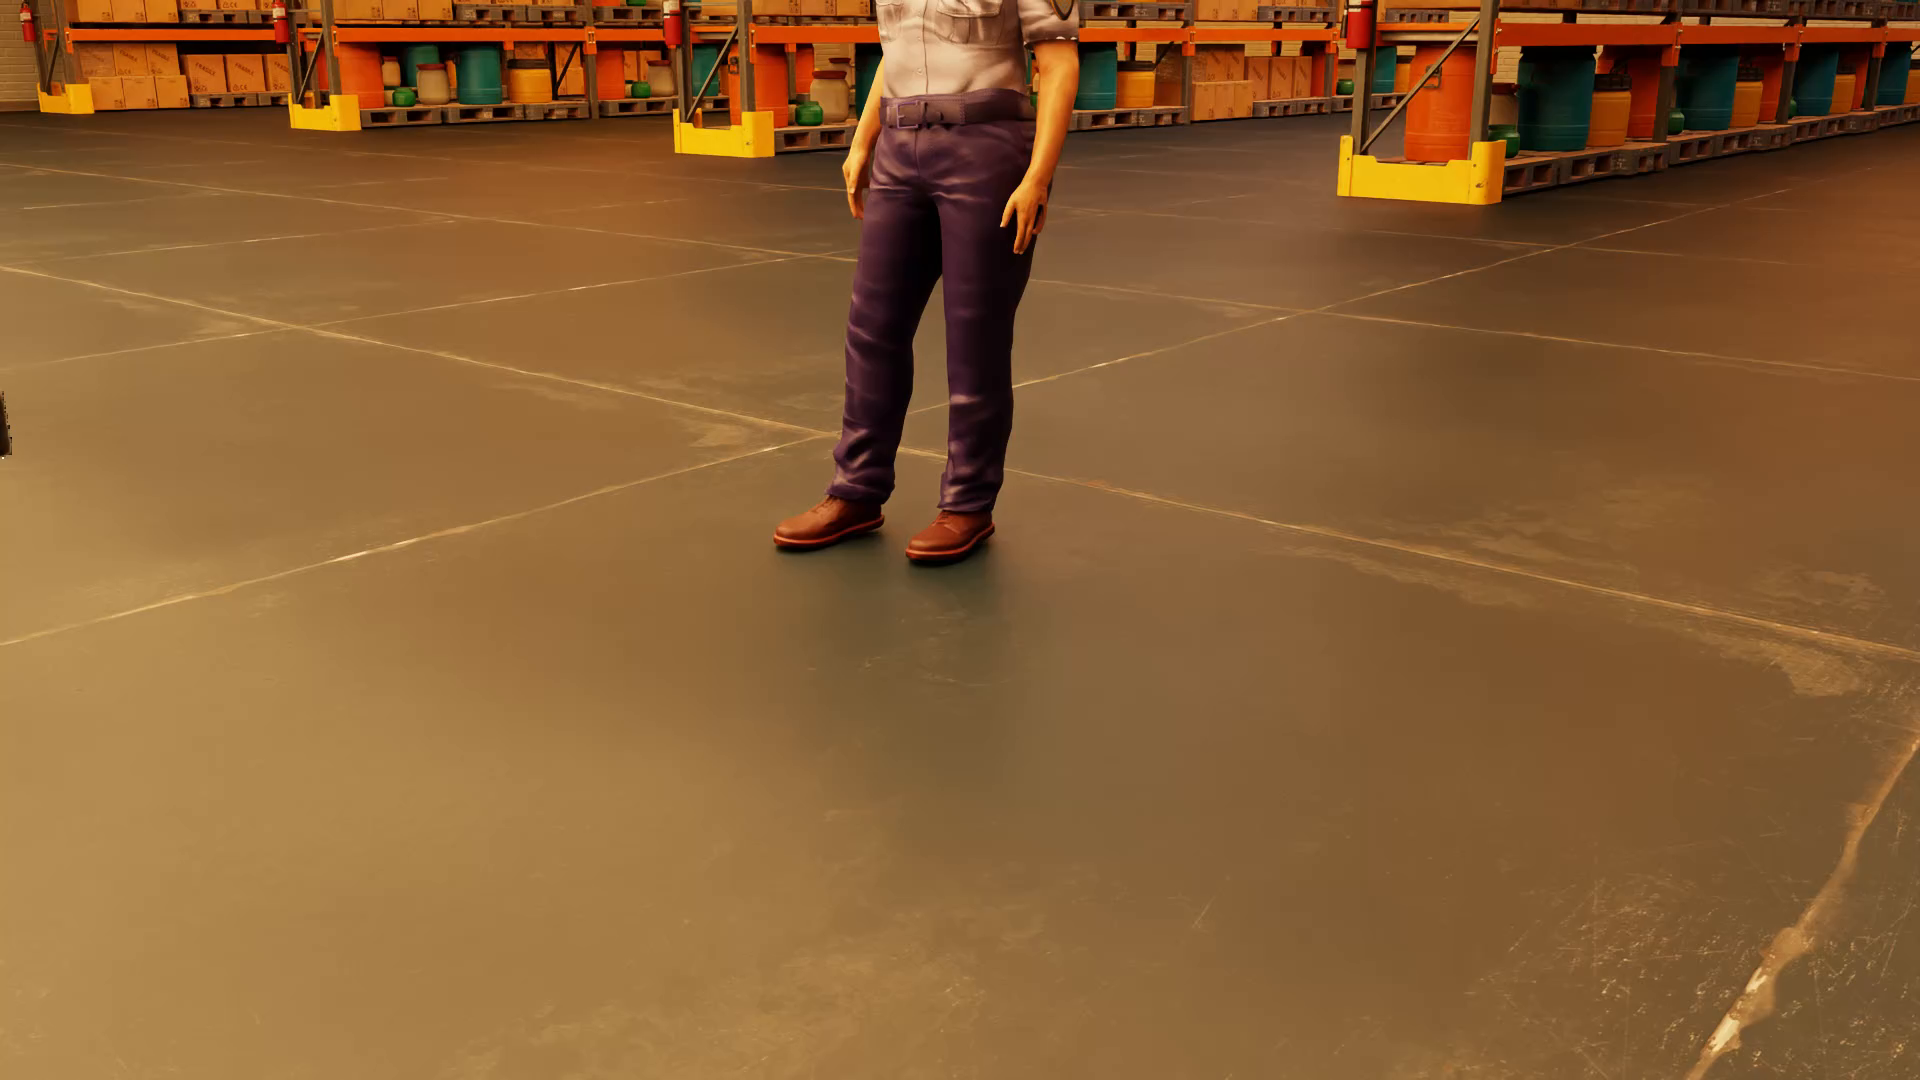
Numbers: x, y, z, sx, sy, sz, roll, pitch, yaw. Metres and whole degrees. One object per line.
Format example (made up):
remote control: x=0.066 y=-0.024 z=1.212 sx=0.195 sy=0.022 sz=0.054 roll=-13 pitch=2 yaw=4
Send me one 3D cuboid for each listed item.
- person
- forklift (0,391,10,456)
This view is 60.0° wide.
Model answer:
person: x=-0.075 y=-0.779 z=3.648 sx=0.598 sy=1.651 sz=0.502 roll=13 pitch=21 yaw=37
forklift: x=-4.085 y=-1.458 z=3.700 sx=3.031 sy=2.935 sz=1.130 roll=1 pitch=17 yaw=2
